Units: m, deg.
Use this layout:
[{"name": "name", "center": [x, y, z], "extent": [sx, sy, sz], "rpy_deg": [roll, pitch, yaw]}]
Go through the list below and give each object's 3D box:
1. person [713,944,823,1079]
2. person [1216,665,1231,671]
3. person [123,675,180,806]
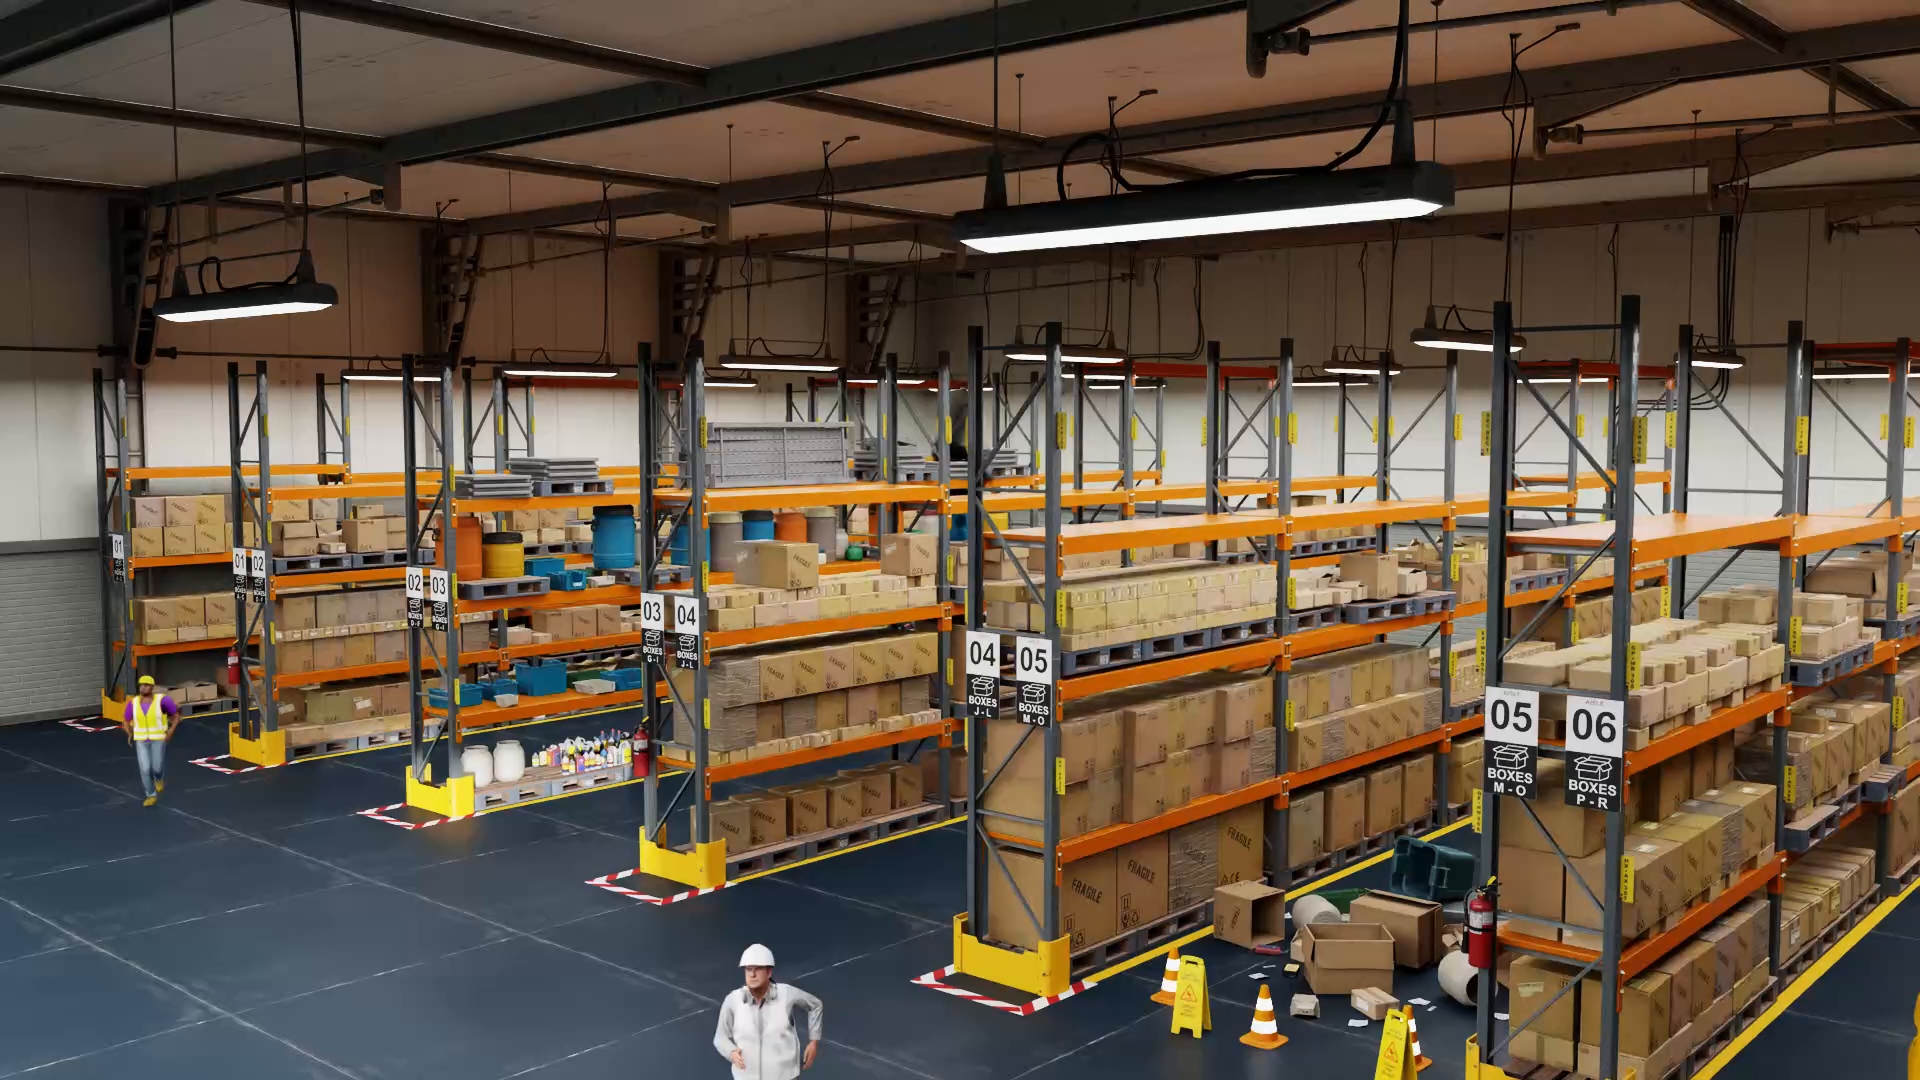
[{"name": "person", "center": [-1.252, 3.482, 10.800], "extent": [0.664, 1.753, 0.853], "rpy_deg": [0, 4, 5]}, {"name": "person", "center": [3.769, 2.560, 24.203], "extent": [0.591, 1.647, 0.578], "rpy_deg": [4, 6, 43]}, {"name": "person", "center": [-10.850, 2.668, 22.303], "extent": [0.693, 1.731, 0.557], "rpy_deg": [-1, 4, -14]}]
